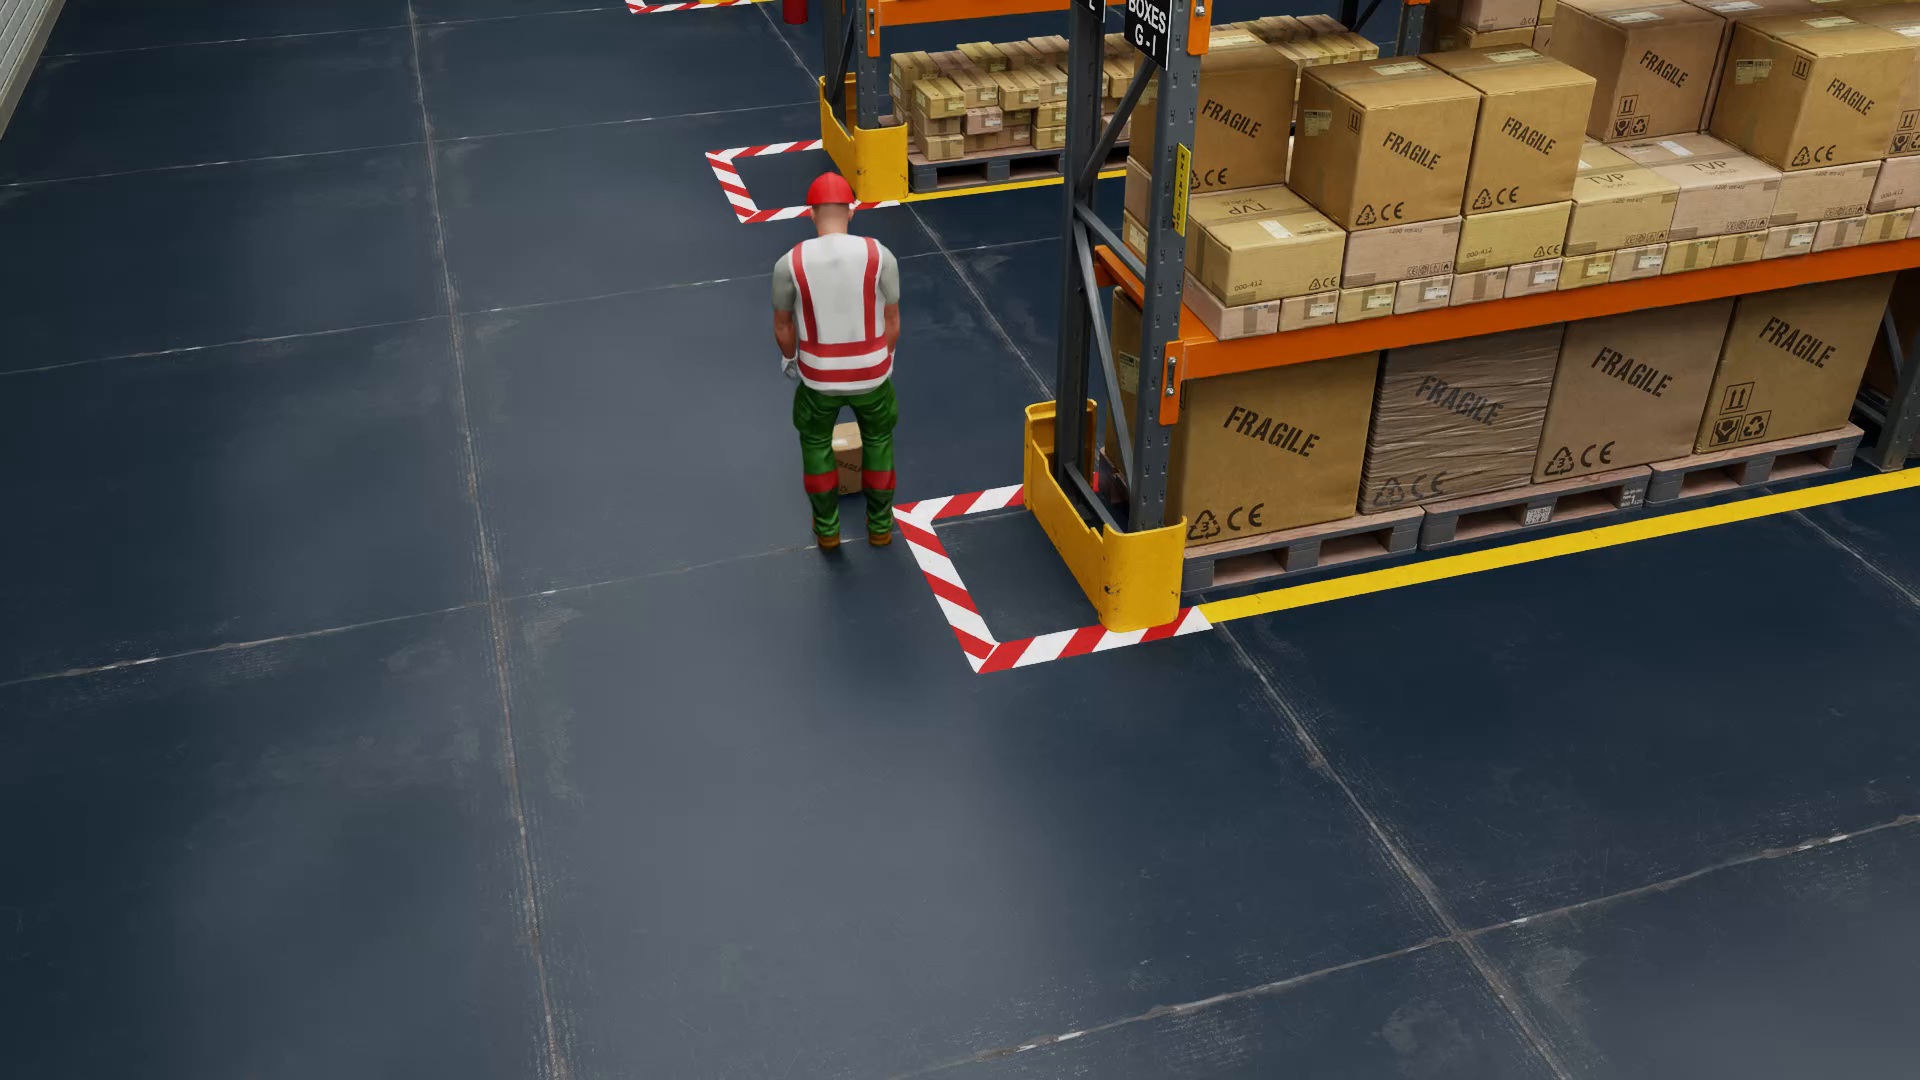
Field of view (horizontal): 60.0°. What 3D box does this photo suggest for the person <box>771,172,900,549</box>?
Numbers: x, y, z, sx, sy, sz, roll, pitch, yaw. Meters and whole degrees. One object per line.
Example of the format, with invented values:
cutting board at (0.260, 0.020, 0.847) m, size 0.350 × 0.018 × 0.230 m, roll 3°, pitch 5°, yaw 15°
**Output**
person at (-0.534, -0.756, 7.318) m, size 0.547 × 1.724 × 0.477 m, roll -3°, pitch 34°, yaw -4°
